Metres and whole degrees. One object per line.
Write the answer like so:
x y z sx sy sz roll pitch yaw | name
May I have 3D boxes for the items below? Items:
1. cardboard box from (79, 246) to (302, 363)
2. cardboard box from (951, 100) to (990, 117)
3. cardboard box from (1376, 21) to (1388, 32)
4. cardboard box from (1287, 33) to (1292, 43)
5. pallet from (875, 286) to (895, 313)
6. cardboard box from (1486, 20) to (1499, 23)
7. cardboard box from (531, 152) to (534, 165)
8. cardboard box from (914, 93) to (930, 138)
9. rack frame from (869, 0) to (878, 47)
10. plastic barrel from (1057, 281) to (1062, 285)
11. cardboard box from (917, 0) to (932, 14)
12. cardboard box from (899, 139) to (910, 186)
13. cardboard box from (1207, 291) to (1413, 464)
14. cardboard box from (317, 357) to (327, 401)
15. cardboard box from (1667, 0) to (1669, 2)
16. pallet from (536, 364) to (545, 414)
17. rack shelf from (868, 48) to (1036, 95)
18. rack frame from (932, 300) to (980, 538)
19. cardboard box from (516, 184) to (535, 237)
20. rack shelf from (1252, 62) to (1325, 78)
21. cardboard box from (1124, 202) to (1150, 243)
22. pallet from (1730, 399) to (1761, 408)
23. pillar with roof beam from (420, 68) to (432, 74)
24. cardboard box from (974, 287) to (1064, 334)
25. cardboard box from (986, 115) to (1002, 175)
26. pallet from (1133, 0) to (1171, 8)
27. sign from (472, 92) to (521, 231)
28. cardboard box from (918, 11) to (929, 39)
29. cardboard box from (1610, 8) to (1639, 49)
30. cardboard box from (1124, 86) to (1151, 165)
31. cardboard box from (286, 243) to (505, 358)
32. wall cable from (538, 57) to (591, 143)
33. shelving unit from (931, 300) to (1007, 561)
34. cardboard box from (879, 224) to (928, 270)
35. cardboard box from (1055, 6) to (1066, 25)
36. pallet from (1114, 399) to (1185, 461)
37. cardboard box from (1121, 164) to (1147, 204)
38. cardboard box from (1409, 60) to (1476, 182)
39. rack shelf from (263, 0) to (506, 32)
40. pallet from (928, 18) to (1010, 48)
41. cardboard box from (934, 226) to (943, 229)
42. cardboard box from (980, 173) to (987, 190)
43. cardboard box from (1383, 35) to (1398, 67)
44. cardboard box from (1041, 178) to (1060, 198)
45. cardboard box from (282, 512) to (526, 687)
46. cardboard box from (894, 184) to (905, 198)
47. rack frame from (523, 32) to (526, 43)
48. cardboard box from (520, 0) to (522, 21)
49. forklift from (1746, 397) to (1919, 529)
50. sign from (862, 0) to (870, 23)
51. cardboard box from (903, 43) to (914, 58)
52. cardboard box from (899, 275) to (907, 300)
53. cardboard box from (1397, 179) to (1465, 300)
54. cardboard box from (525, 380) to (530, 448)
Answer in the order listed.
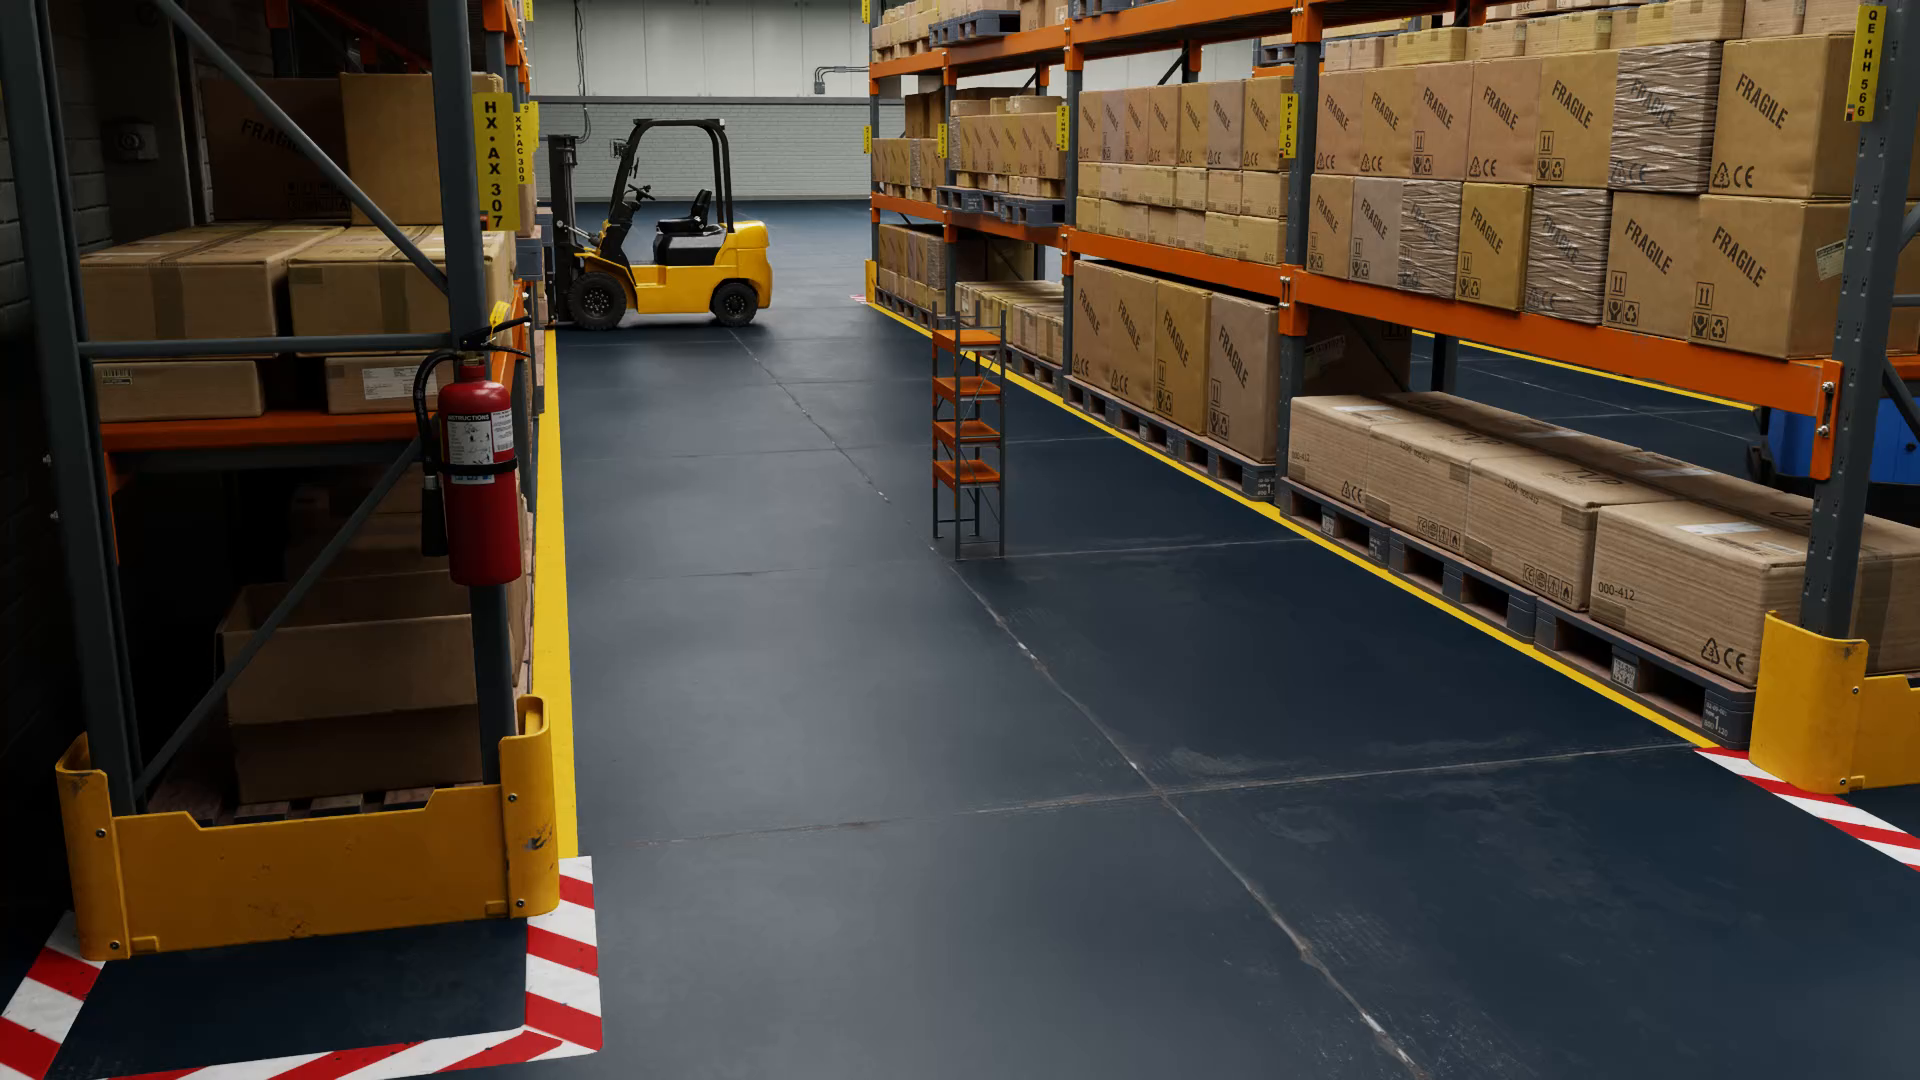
-2.015 -0.623 4.346 0.500 0.250 0.500 -3 14 -12 | cardboard box
0.123 -4.090 15.758 0.380 0.149 0.250 -3 14 -13 | cardboard box
4.689 -5.517 17.803 0.380 0.149 0.250 -3 14 -12 | cardboard box
4.153 -6.044 19.958 0.380 0.149 0.250 -3 14 -13 | cardboard box
-0.408 -2.867 19.718 1.003 0.211 1.213 -3 14 -13 | pallet
5.147 -5.140 16.258 0.250 0.149 0.380 -3 14 -13 | cardboard box
-4.923 -3.981 18.189 0.500 0.500 0.500 -3 14 -11 | cardboard box
-0.139 -4.885 19.156 0.700 0.500 0.500 -3 14 -13 | cardboard box
-0.583 -7.343 19.522 1.000 3.000 0.127 -3 14 -13 | rack frame
1.374 -2.785 18.935 0.512 0.421 0.421 7 15 26 | plastic barrel
-0.228 -5.463 16.995 0.380 0.149 0.250 -3 14 -12 | cardboard box
-0.368 -4.143 18.229 0.500 0.500 0.500 -4 14 -14 | cardboard box
2.012 -0.971 9.673 0.875 0.875 0.875 -3 14 -11 | cardboard box
-1.564 -0.485 4.622 0.380 0.149 0.250 -3 14 -12 | cardboard box
6.128 -4.728 14.231 0.500 0.311 0.500 -3 14 -13 | cardboard box
-3.683 -1.143 12.661 1.003 0.211 1.213 -3 14 -13 | pallet
-0.113 -5.075 18.075 1.077 0.370 4.000 -3 14 -13 | rack shelf
-0.018 -0.601 8.359 0.240 1.200 0.015 -3 14 -13 | rack frame
-2.485 -1.760 8.213 0.700 0.500 0.500 -3 14 -12 | cardboard box
4.675 -5.374 19.300 1.077 0.370 4.000 -3 14 -13 | rack shelf
1.422 -2.145 11.201 0.500 0.250 0.500 -3 14 -11 | cardboard box
6.549 -1.067 12.348 1.003 0.211 1.213 -3 14 -13 | pallet
-3.344 -8.479 24.171 9.100 9.000 0.400 -3 14 -13 | pillar with roof beam
0.655 -2.147 15.546 0.950 0.372 0.625 -2 14 -10 | cardboard box
0.540 -3.431 14.427 0.500 0.500 0.500 -4 14 -15 | cardboard box
1.764 -3.545 10.695 1.003 0.211 1.213 -3 14 -11 | pallet
-1.122 -0.911 4.011 0.100 0.325 0.005 -3 14 -13 | sign
-0.128 -5.238 16.916 0.500 0.250 0.500 -4 14 -14 | cardboard box
2.659 -1.895 6.181 0.380 0.149 0.250 -3 14 -14 | cardboard box
1.407 -2.756 11.070 0.500 0.500 0.500 -3 14 -12 | cardboard box
-1.494 -0.651 4.462 0.500 0.250 0.500 -3 14 -13 | cardboard box
-12.571 -13.020 49.303 3.097 2.526 0.112 -3 14 -13 | wall cable
0.039 -0.545 8.128 0.258 1.200 0.503 -3 14 -13 | shelving unit
-0.656 -3.454 19.575 0.500 0.500 0.500 -4 14 -15 | cardboard box
0.952 -4.036 12.836 0.380 0.149 0.250 -3 14 -13 | cardboard box
1.691 -0.762 11.100 1.003 0.211 1.213 -3 14 -13 | pallet
1.400 -2.388 11.142 0.500 0.250 0.500 -3 14 -13 | cardboard box
2.334 -1.836 7.303 0.500 0.500 0.500 -3 14 -12 | cardboard box
-2.119 -2.029 5.608 1.077 0.370 4.000 -3 14 -13 | rack shelf
0.398 -4.723 15.516 1.213 0.211 1.003 -3 14 -13 | pallet
-0.015 -3.371 19.233 0.500 0.500 0.500 -3 14 -11 | cardboard box
0.390 -3.262 15.103 0.380 0.149 0.250 -3 14 -12 | cardboard box
2.234 -2.308 7.868 0.380 0.149 0.250 -3 14 -14 | cardboard box
0.857 -2.785 13.153 0.380 0.149 0.250 -3 14 -12 | cardboard box
-1.863 0.204 5.652 0.700 0.500 0.500 -3 14 -11 | cardboard box
-0.539 -3.975 18.905 0.380 0.149 0.250 -3 14 -12 | cardboard box
-5.407 -7.065 18.386 1.000 3.000 0.127 -3 14 -13 | rack frame
-4.426 -5.100 15.755 0.500 0.311 0.500 -3 14 -12 | cardboard box
5.208 -1.735 9.351 1.130 2.935 3.031 6 15 22 | forklift
-1.110 -6.280 19.650 0.100 0.325 0.005 -3 14 -13 | sign
-0.412 -5.313 18.062 0.380 0.149 0.250 -4 14 -15 | cardboard box
-0.409 -2.852 18.690 0.500 0.250 0.500 -2 14 -9 | cardboard box
2.316 -1.355 7.441 0.500 0.500 0.500 -3 14 -13 | cardboard box
-2.731 -0.734 9.495 0.500 0.500 0.500 -4 14 -15 | cardboard box
